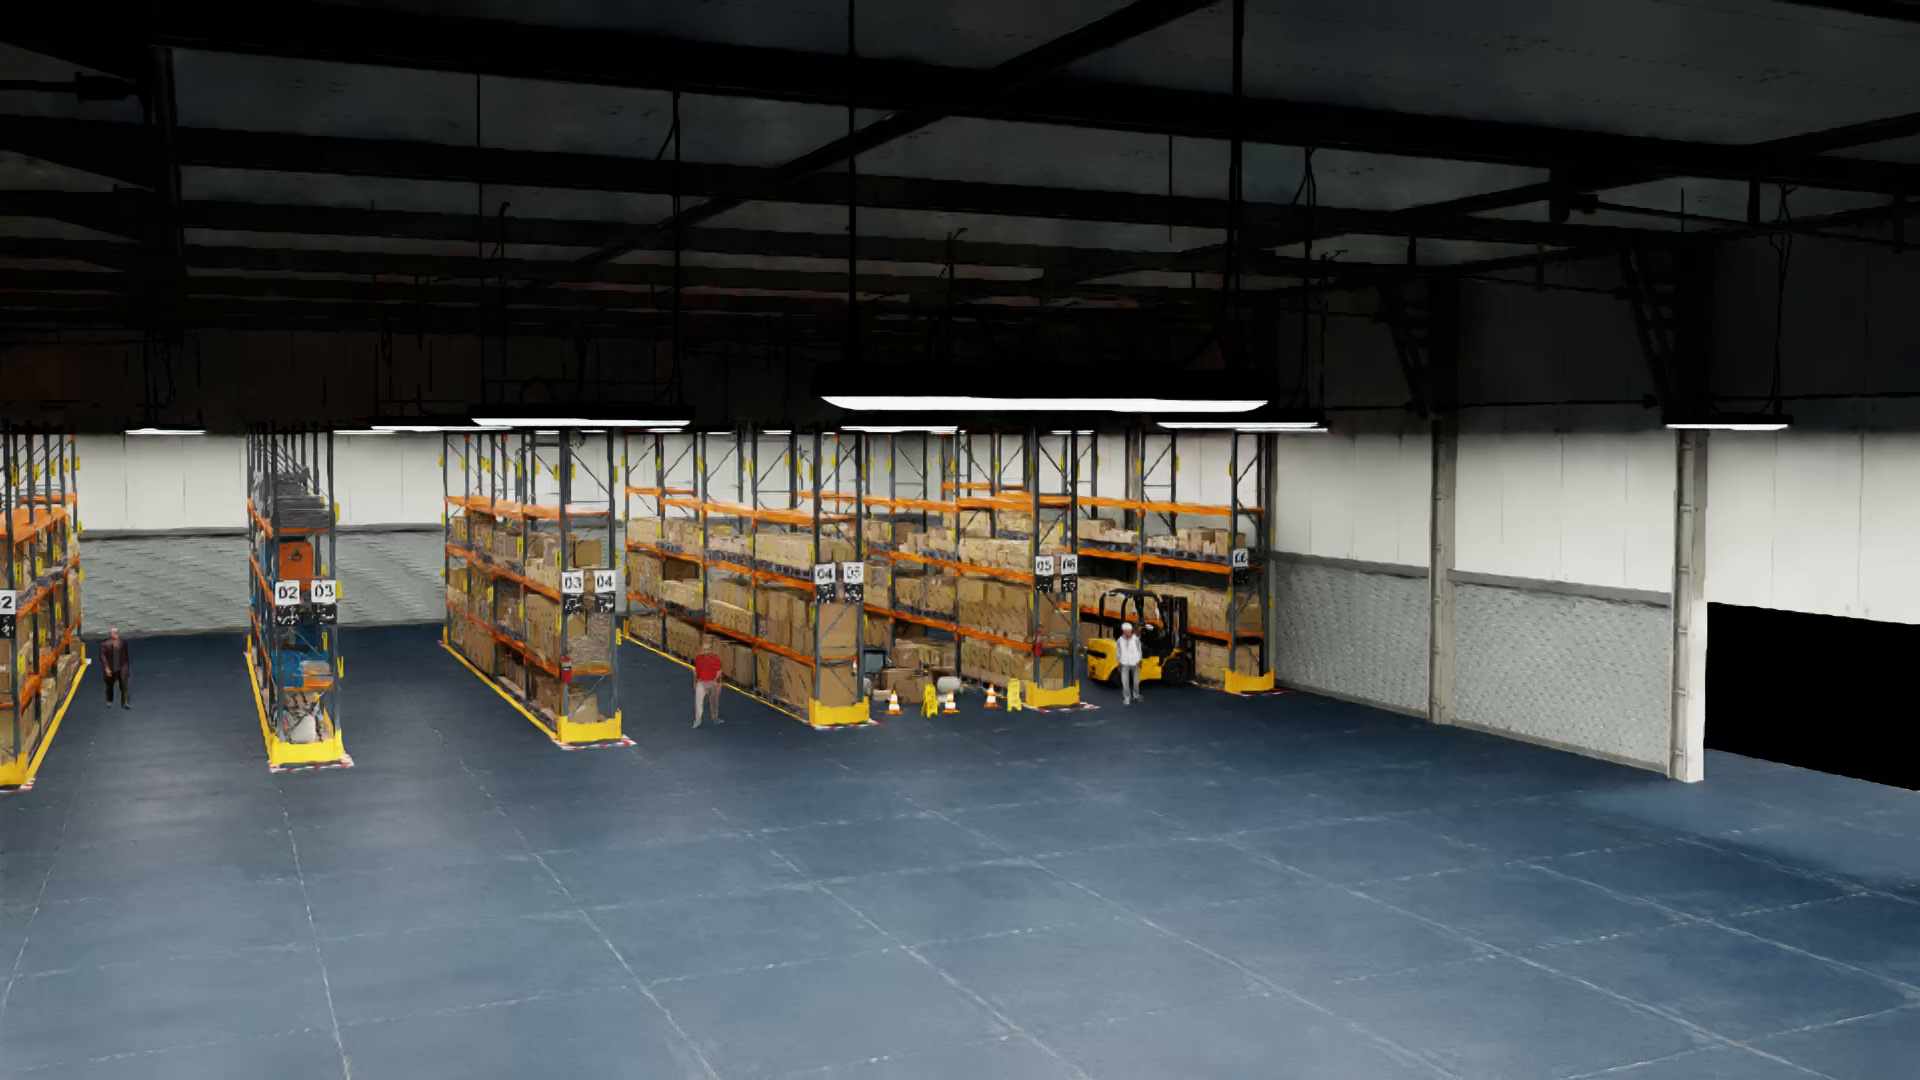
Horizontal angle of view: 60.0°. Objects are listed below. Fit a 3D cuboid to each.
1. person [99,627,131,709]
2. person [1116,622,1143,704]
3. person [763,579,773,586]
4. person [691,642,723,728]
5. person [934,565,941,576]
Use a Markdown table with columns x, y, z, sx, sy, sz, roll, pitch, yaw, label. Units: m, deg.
| x | y | z | sx | sy | sz | roll | pitch | yaw | label |
| --- | --- | --- | --- | --- | --- | --- | --- | --- | --- |
| -17.705 | 2.671 | 34.839 | 0.580 | 1.715 | 1.104 | -2 | 4 | -33 | person |
| 3.637 | 2.617 | 35.647 | 0.583 | 1.762 | 0.571 | 1 | 4 | 12 | person |
| -5.591 | 1.849 | 48.624 | 0.495 | 1.668 | 0.573 | -2 | 4 | -35 | person |
| -4.975 | 2.839 | 32.707 | 0.586 | 1.674 | 0.964 | 0 | 4 | -1 | person |
| -0.572 | 1.561 | 53.068 | 0.631 | 1.714 | 0.544 | 3 | 4 | 36 | person |
